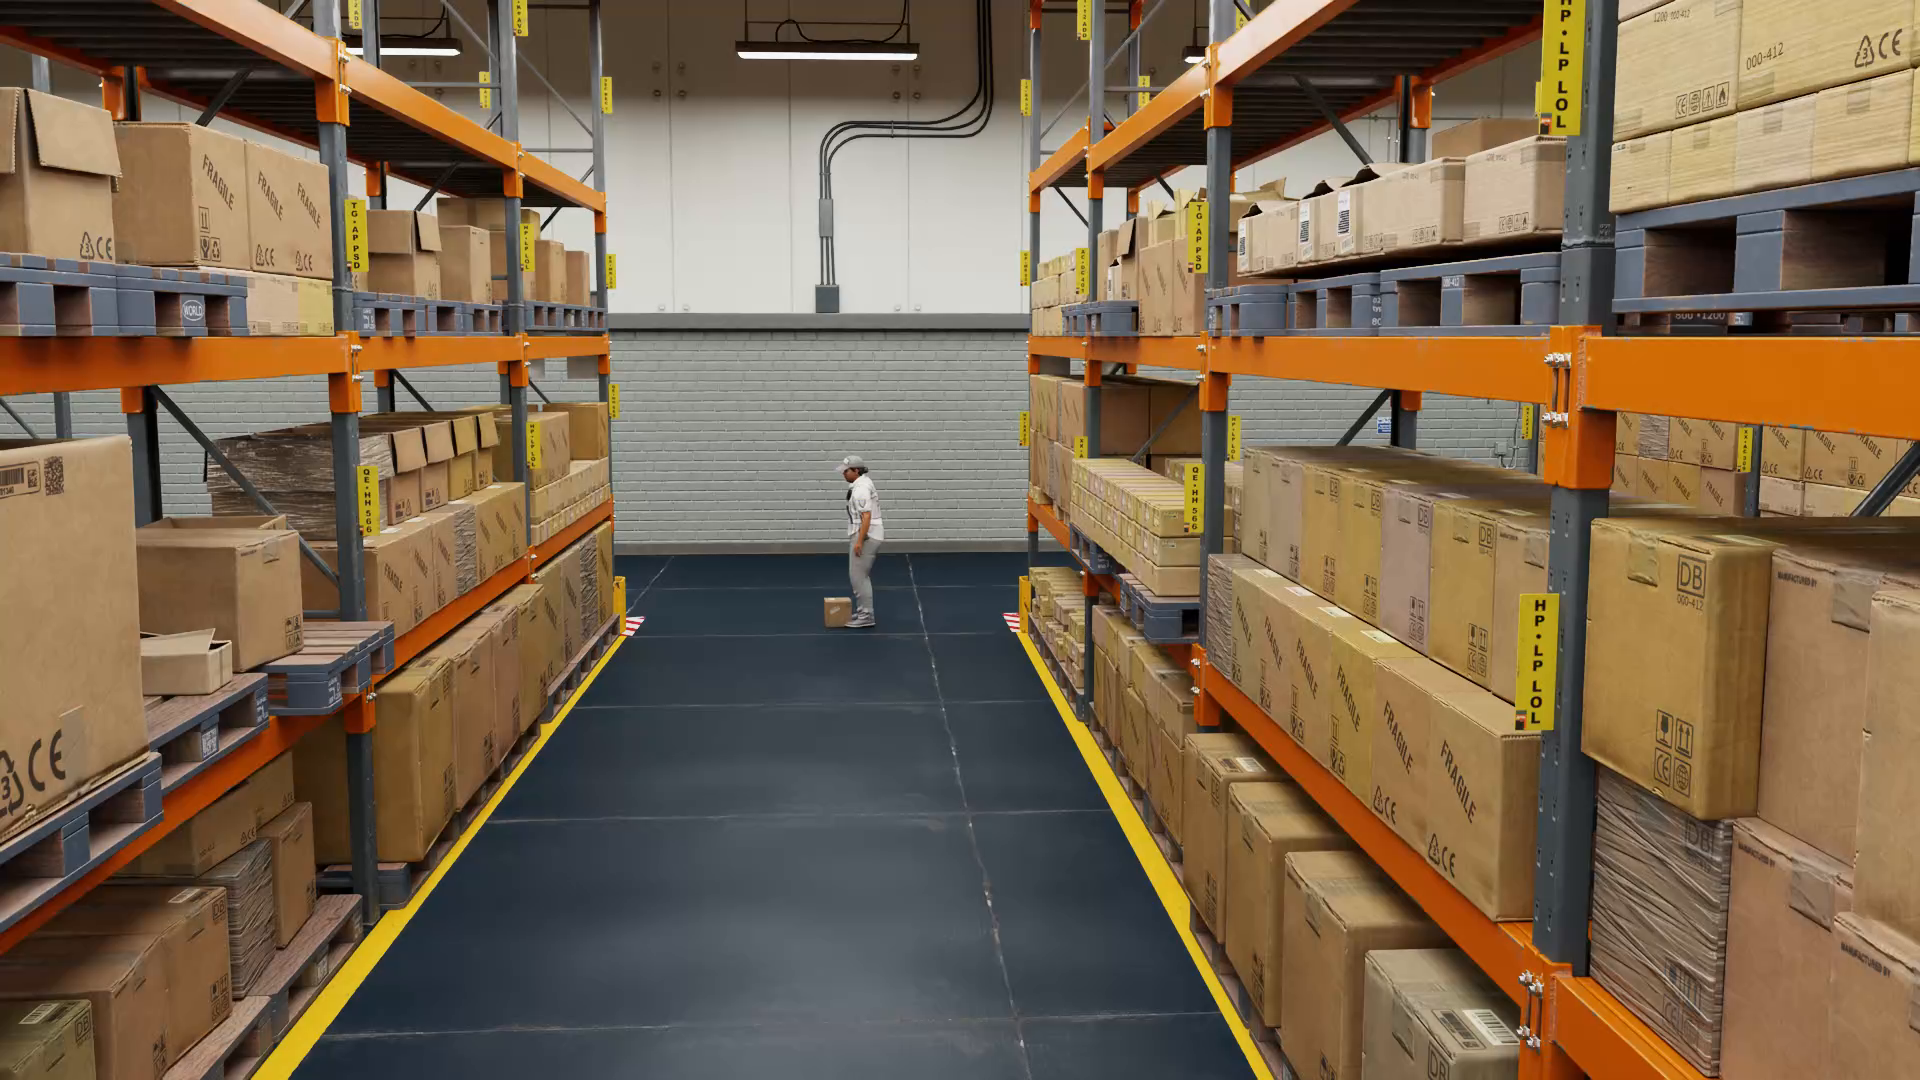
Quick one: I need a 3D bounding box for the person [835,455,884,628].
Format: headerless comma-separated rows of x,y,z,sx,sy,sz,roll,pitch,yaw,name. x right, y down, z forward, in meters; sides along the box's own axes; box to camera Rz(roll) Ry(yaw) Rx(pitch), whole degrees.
-0.979,0.002,16.205,0.467,1.667,0.559,-1,7,-6,person
